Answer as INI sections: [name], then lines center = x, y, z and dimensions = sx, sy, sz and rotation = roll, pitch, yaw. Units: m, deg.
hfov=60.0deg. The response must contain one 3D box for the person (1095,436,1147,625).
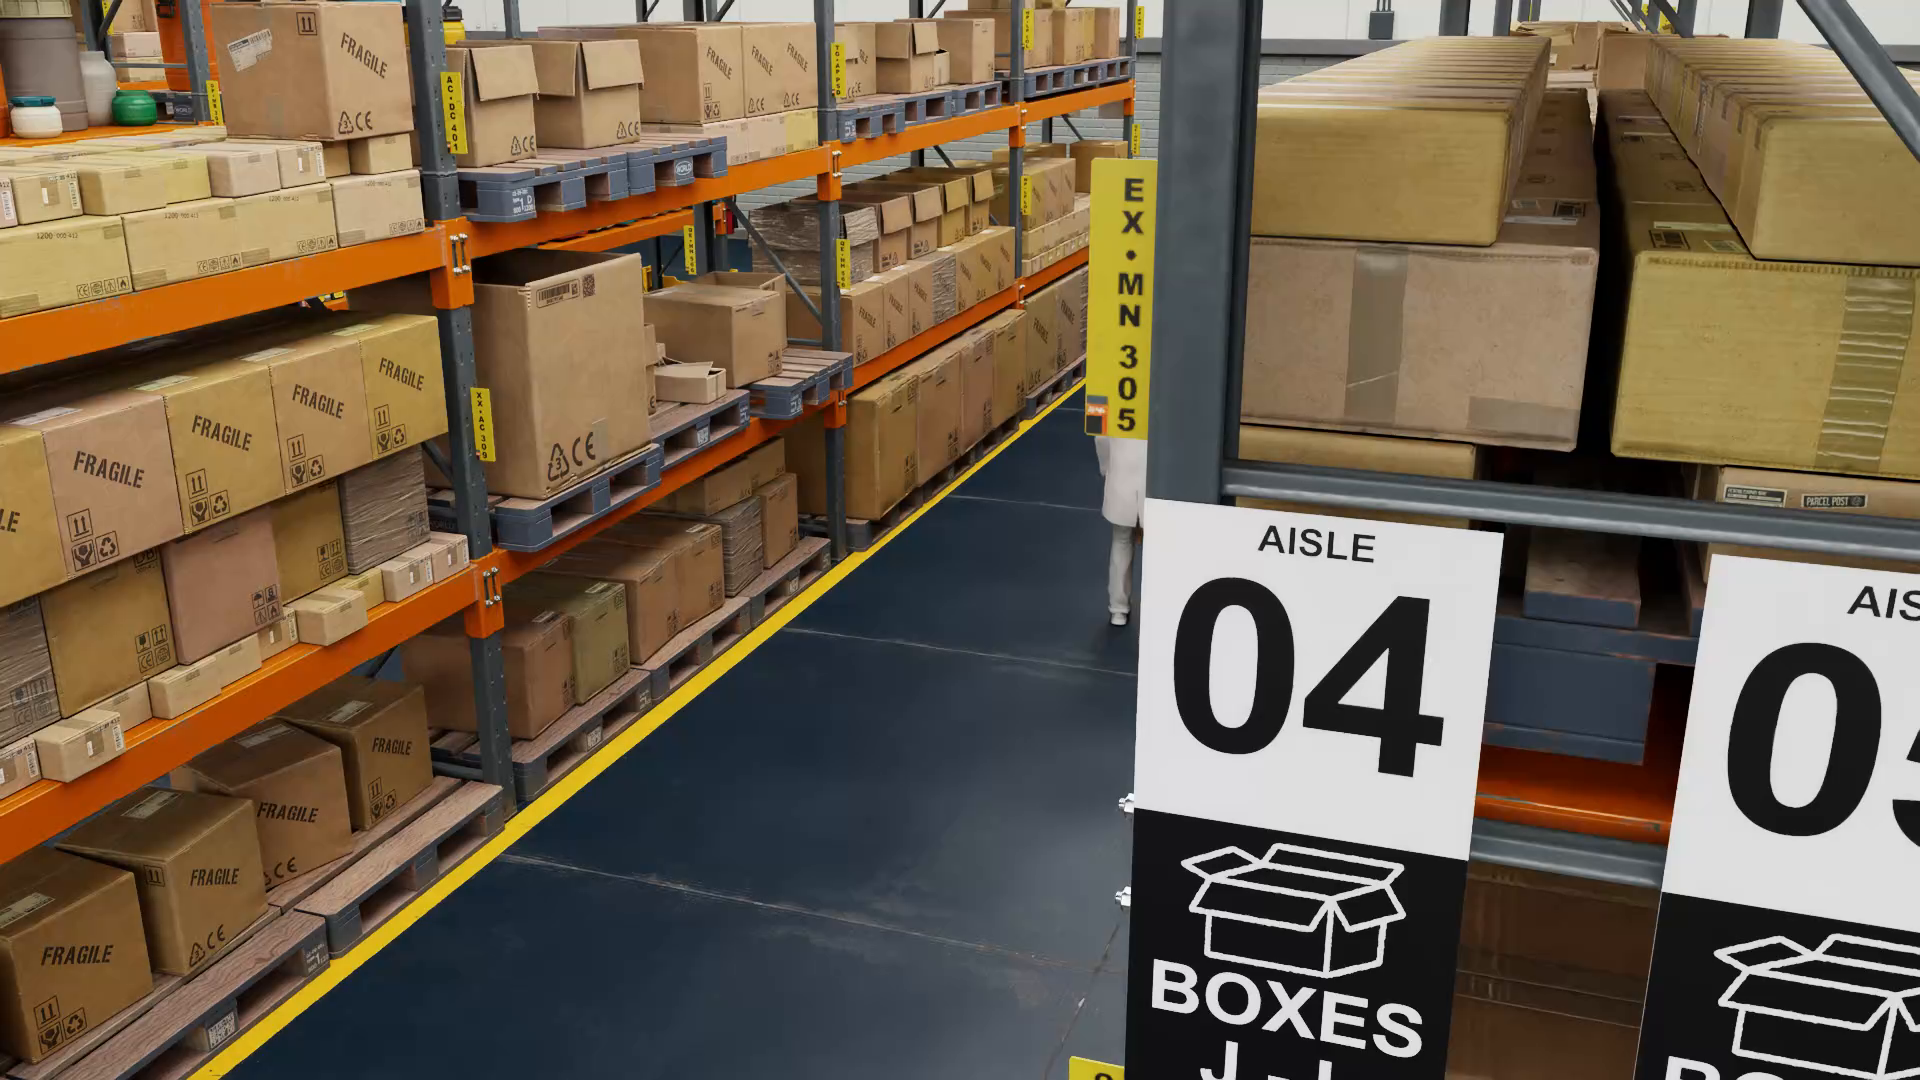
[person]
center = 1.114, -0.346, 10.119
dimensions = 0.589, 1.778, 0.424
rotation = 6, 19, 17
